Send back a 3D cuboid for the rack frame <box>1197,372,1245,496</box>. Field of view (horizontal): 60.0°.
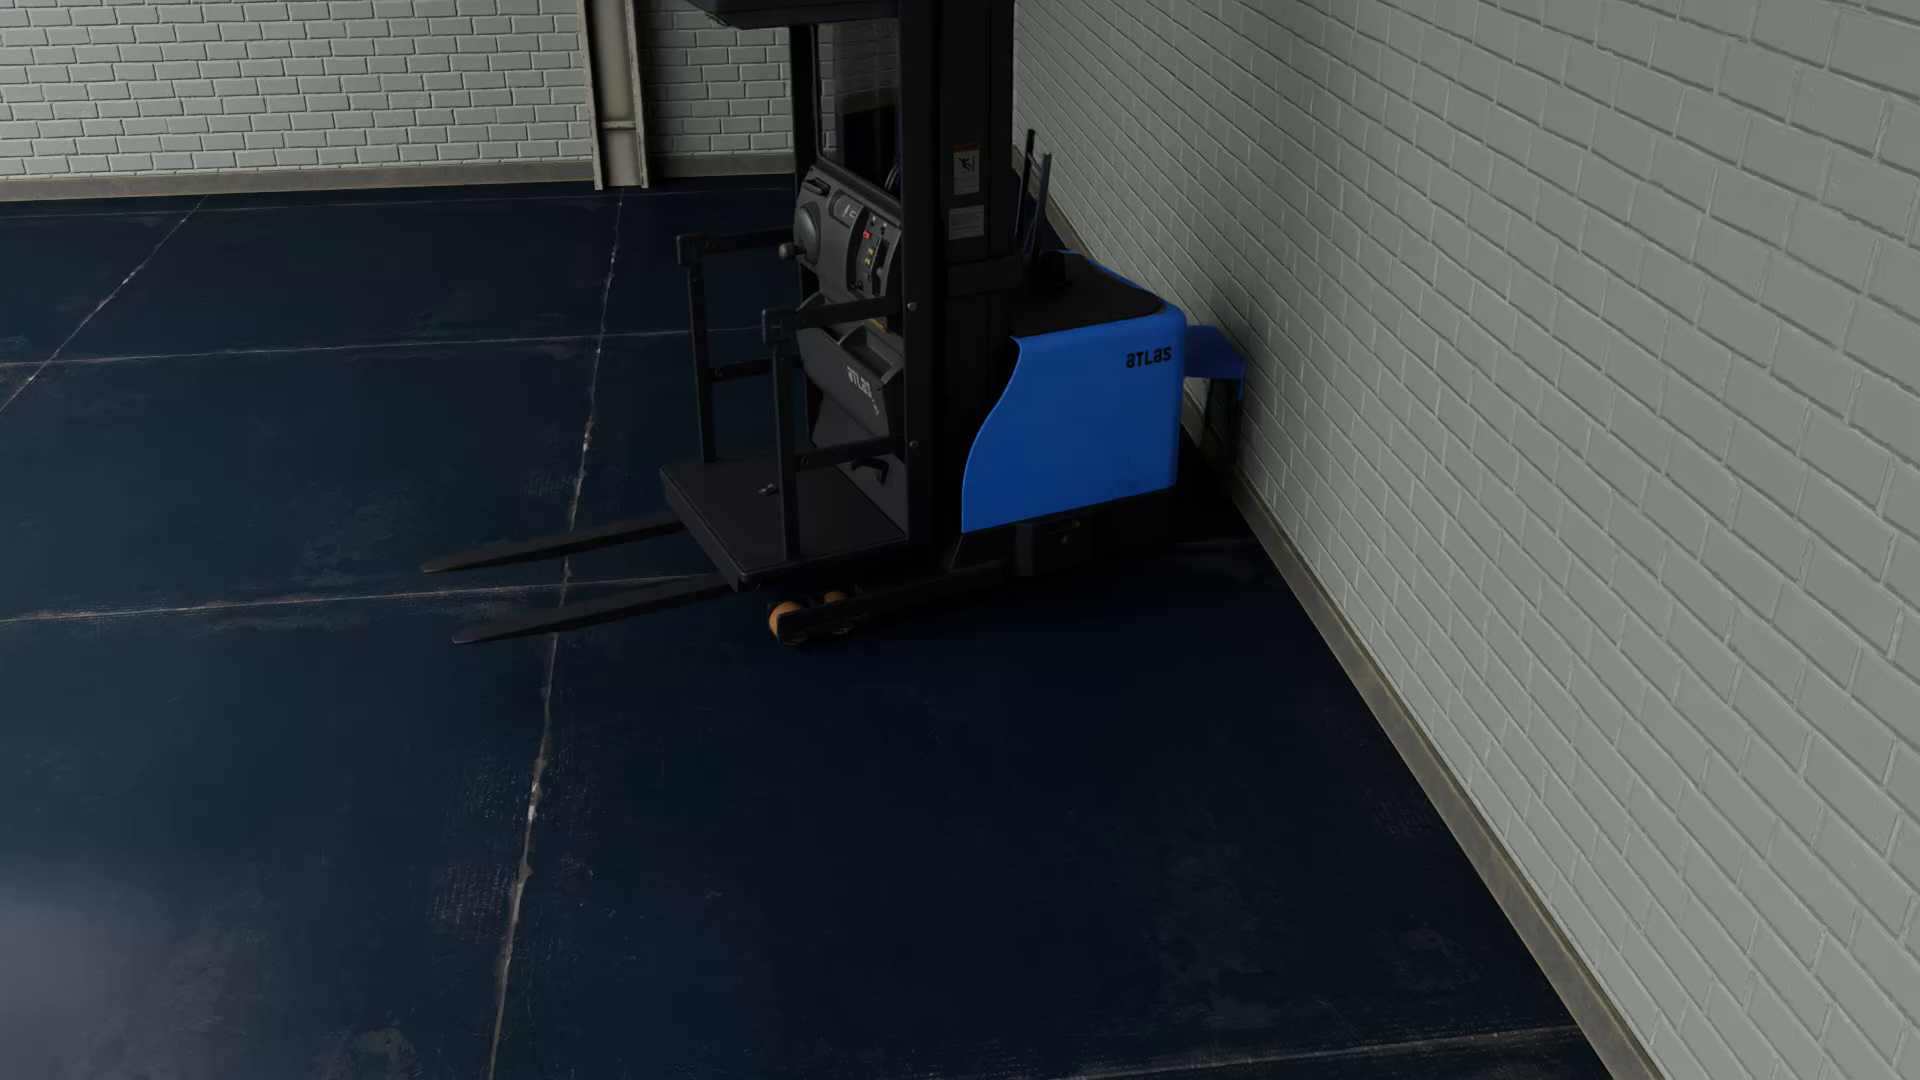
[{"bbox_3d":[1.268,-0.982,7.551,0.032,1.500,0.500,2,26,-8],"label":"rack frame"}]

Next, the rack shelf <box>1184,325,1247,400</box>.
[{"bbox_3d":[0.748,-0.841,7.555,1.000,0.185,0.538,2,26,-8],"label":"rack shelf"}]

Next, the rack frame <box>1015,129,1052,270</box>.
[{"bbox_3d":[0.263,-1.024,7.405,0.032,1.500,0.500,2,26,-8],"label":"rack frame"}]

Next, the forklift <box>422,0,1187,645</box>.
[{"bbox_3d":[-0.619,-1.171,6.322,3.031,2.935,1.130,-13,30,-23],"label":"forklift"}]

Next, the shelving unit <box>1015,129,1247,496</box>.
[{"bbox_3d":[0.765,-1.003,7.478,1.048,1.500,0.538,2,26,-8],"label":"shelving unit"}]

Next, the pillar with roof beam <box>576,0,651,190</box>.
[{"bbox_3d":[-1.922,-4.730,6.610,0.400,9.000,9.100,-4,27,-7],"label":"pillar with roof beam"}]
